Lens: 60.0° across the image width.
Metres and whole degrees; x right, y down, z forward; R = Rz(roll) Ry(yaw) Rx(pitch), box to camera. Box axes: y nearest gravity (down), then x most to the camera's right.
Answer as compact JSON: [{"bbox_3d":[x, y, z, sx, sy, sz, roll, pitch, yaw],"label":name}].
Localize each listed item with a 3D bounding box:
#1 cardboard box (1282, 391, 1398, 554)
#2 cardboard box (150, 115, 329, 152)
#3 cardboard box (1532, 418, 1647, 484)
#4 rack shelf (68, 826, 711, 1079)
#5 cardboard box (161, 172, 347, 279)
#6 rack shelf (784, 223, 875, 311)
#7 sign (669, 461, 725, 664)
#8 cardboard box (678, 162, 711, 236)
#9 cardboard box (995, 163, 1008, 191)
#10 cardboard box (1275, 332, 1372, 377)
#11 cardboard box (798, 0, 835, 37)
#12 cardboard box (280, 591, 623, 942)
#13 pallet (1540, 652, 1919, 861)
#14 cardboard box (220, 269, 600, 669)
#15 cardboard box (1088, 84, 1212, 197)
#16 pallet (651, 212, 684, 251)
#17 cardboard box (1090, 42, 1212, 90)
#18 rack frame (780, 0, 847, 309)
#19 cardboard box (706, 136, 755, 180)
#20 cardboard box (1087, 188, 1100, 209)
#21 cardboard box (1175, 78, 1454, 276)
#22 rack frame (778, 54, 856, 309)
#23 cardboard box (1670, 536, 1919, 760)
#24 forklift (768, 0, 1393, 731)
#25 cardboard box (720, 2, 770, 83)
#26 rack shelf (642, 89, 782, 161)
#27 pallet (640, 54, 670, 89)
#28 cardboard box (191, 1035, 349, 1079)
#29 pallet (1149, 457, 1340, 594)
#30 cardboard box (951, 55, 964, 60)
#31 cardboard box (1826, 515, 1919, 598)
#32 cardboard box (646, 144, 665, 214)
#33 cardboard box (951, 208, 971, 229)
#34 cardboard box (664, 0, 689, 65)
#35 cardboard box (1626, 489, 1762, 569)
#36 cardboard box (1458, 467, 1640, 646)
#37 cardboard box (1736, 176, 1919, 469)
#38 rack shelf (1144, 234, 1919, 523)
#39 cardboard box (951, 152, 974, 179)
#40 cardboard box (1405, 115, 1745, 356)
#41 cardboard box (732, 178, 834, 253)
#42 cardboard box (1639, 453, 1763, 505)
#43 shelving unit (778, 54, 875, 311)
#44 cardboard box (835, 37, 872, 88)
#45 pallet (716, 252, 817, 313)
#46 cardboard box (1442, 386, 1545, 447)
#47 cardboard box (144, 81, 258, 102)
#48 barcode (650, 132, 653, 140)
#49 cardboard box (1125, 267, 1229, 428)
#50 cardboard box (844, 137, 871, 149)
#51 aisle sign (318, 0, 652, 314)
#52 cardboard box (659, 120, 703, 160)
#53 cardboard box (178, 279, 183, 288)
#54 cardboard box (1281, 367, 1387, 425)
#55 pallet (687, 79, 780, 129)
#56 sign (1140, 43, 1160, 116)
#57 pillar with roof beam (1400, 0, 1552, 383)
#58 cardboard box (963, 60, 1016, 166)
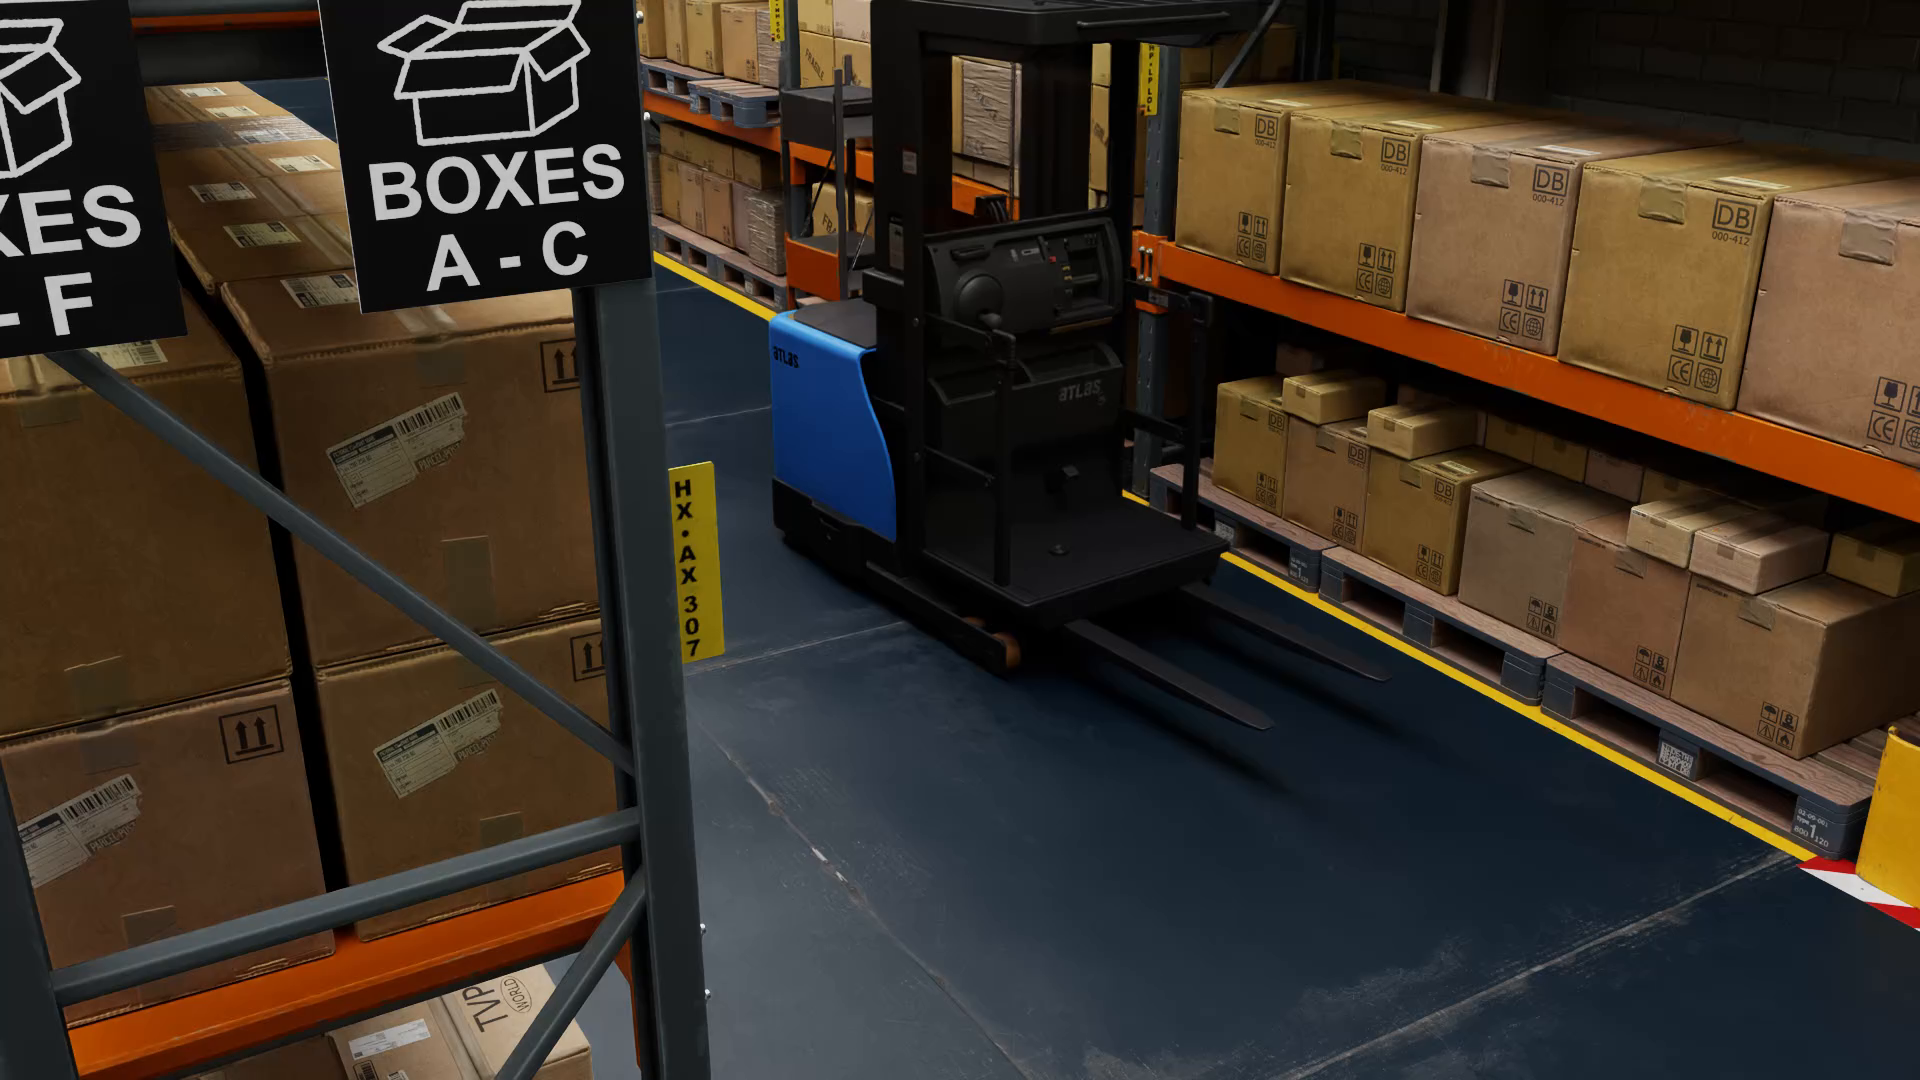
[{"bbox_3d":[1.874,-0.315,7.364,0.700,0.500,0.500,-13,25,-29],"label":"cardboard box"},{"bbox_3d":[-1.928,-0.816,4.376,0.500,0.500,0.500,-12,25,-28],"label":"cardboard box"},{"bbox_3d":[2.513,-0.361,6.616,0.380,0.149,0.250,-12,25,-28],"label":"cardboard box"},{"bbox_3d":[-1.909,0.231,4.214,1.077,0.370,4.000,-13,25,-28],"label":"rack shelf"},{"bbox_3d":[-1.412,-0.489,3.570,0.500,0.500,0.500,-12,25,-28],"label":"cardboard box"},{"bbox_3d":[-0.538,-1.215,8.049,0.431,0.518,0.480,-15,27,-33],"label":"rack shelf"},{"bbox_3d":[-0.421,0.040,2.580,0.100,0.325,0.005,-13,25,-28],"label":"sign"},{"bbox_3d":[-1.837,-2.773,13.386,0.700,0.500,0.500,-12,25,-28],"label":"cardboard box"},{"bbox_3d":[0.414,-1.987,9.023,0.380,0.149,0.250,-13,25,-28],"label":"cardboard box"},{"bbox_3d":[1.717,-0.864,7.853,0.380,0.149,0.250,-13,25,-29],"label":"cardboard box"},{"bbox_3d":[-0.692,-3.333,10.478,0.500,0.250,0.500,-12,25,-27],"label":"cardboard box"},{"bbox_3d":[-0.887,0.305,2.945,0.500,0.500,0.500,-12,25,-27],"label":"cardboard box"},{"bbox_3d":[2.894,0.640,5.958,1.003,0.211,1.213,-13,25,-28],"label":"pallet"},{"bbox_3d":[-0.887,-0.158,2.757,0.500,0.500,0.500,-12,25,-27],"label":"cardboard box"},{"bbox_3d":[0.874,-1.998,8.188,0.500,0.500,0.500,-13,26,-29],"label":"cardboard box"},{"bbox_3d":[-2.361,-2.749,14.296,1.003,0.211,1.213,-13,25,-28],"label":"pallet"},{"bbox_3d":[0.868,-2.346,8.050,0.500,0.250,0.500,-12,25,-27],"label":"cardboard box"},{"bbox_3d":[-0.717,-2.998,11.204,1.000,3.000,0.127,-13,25,-28],"label":"rack frame"},{"bbox_3d":[-1.634,-2.977,12.890,0.500,0.250,0.500,-13,25,-28],"label":"cardboard box"},{"bbox_3d":[0.761,-1.728,8.387,0.380,0.149,0.250,-12,25,-27],"label":"cardboard box"},{"bbox_3d":[1.589,-1.664,7.522,0.980,0.700,0.700,-12,25,-27],"label":"cardboard box"},{"bbox_3d":[-0.682,-1.302,8.226,0.400,2.100,0.015,-15,27,-33],"label":"rack frame"},{"bbox_3d":[2.926,0.348,5.735,0.700,0.500,0.500,-13,25,-28],"label":"cardboard box"},{"bbox_3d":[0.401,-1.041,6.480,1.130,2.935,3.031,-15,27,-33],"label":"forklift"},{"bbox_3d":[-1.274,-3.574,11.904,0.700,0.500,0.500,-15,27,-33],"label":"cardboard box"},{"bbox_3d":[-1.739,-3.312,12.932,1.077,0.370,4.000,-13,25,-28],"label":"rack shelf"},{"bbox_3d":[-2.495,-3.929,13.748,1.003,0.211,1.213,-13,25,-28],"label":"pallet"},{"bbox_3d":[-1.377,1.371,3.190,0.500,0.500,0.500,-13,25,-28],"label":"cardboard box"},{"bbox_3d":[1.648,-0.150,7.901,1.003,0.211,1.213,-13,25,-28],"label":"pallet"},{"bbox_3d":[0.094,-2.843,9.273,0.500,0.250,0.500,-13,26,-29],"label":"cardboard box"},{"bbox_3d":[3.162,0.049,5.608,0.380,0.149,0.250,-12,25,-28],"label":"cardboard box"},{"bbox_3d":[-2.370,-3.104,14.199,0.700,0.500,0.500,-12,25,-26],"label":"cardboard box"},{"bbox_3d":[-0.012,-1.649,10.181,0.750,0.750,0.750,-13,25,-28],"label":"cardboard box"},{"bbox_3d":[-1.887,-3.982,12.909,0.700,0.500,0.500,-9,24,-21],"label":"cardboard box"},{"bbox_3d":[2.573,-0.042,5.832,0.380,0.149,0.250,-12,25,-27],"label":"cardboard box"},{"bbox_3d":[2.413,0.023,6.533,0.700,0.500,0.500,-14,26,-30],"label":"cardboard box"},{"bbox_3d":[3.101,-0.711,5.178,0.980,0.700,0.700,-11,25,-26],"label":"cardboard box"},{"bbox_3d":[2.348,-0.723,6.561,1.077,0.370,4.000,-13,25,-28],"label":"rack shelf"},{"bbox_3d":[0.173,-2.159,9.447,0.380,0.149,0.250,-12,25,-27],"label":"cardboard box"},{"bbox_3d":[2.338,-1.193,6.364,0.980,0.700,0.700,-14,26,-31],"label":"cardboard box"},{"bbox_3d":[-1.293,-2.456,12.606,0.700,0.500,0.500,-13,25,-28],"label":"cardboard box"},{"bbox_3d":[2.775,-0.196,6.210,0.380,0.149,0.250,-12,25,-28],"label":"cardboard box"},{"bbox_3d":[-0.538,-1.228,8.044,0.431,2.100,0.503,-15,27,-33],"label":"shelving unit"},{"bbox_3d":[-0.429,-2.814,10.196,0.500,0.500,0.500,-12,25,-26],"label":"cardboard box"},{"bbox_3d":[-1.115,-1.960,12.352,1.003,0.211,1.213,-13,25,-28],"label":"pallet"},{"bbox_3d":[2.251,-0.526,7.023,0.380,0.149,0.250,-12,25,-28],"label":"cardboard box"},{"bbox_3d":[-2.449,-1.145,5.184,0.500,0.500,0.500,-12,25,-28],"label":"cardboard box"},{"bbox_3d":[-2.830,-3.708,15.261,0.001,0.075,0.075,-13,25,-28],"label":"barcode"},{"bbox_3d":[0.883,-1.087,8.800,0.750,0.750,0.750,-12,25,-28],"label":"cardboard box"},{"bbox_3d":[-0.564,-2.554,10.419,0.380,0.149,0.250,-12,25,-27],"label":"cardboard box"},{"bbox_3d":[-0.600,-0.693,2.081,0.394,0.787,0.004,-13,25,-28],"label":"aisle sign"},{"bbox_3d":[-2.142,-3.309,13.709,0.500,0.250,0.500,-13,26,-29],"label":"cardboard box"},{"bbox_3d":[-1.610,-0.219,2.905,0.500,0.500,0.500,-12,25,-27],"label":"cardboard box"},{"bbox_3d":[1.638,-0.633,7.285,0.380,0.149,0.250,-12,25,-26],"label":"cardboard box"},{"bbox_3d":[-1.173,-3.120,11.757,1.213,0.211,1.003,-13,25,-28],"label":"pallet"},{"bbox_3d":[0.865,-2.096,7.551,0.100,0.325,0.005,-13,25,-28],"label":"sign"},{"bbox_3d":[-1.273,-3.594,4.704,9.100,9.000,0.400,-13,25,-28],"label":"pillar with roof beam"},{"bbox_3d":[0.355,-2.325,8.994,0.500,0.500,0.500,-13,25,-28],"label":"cardboard box"}]
